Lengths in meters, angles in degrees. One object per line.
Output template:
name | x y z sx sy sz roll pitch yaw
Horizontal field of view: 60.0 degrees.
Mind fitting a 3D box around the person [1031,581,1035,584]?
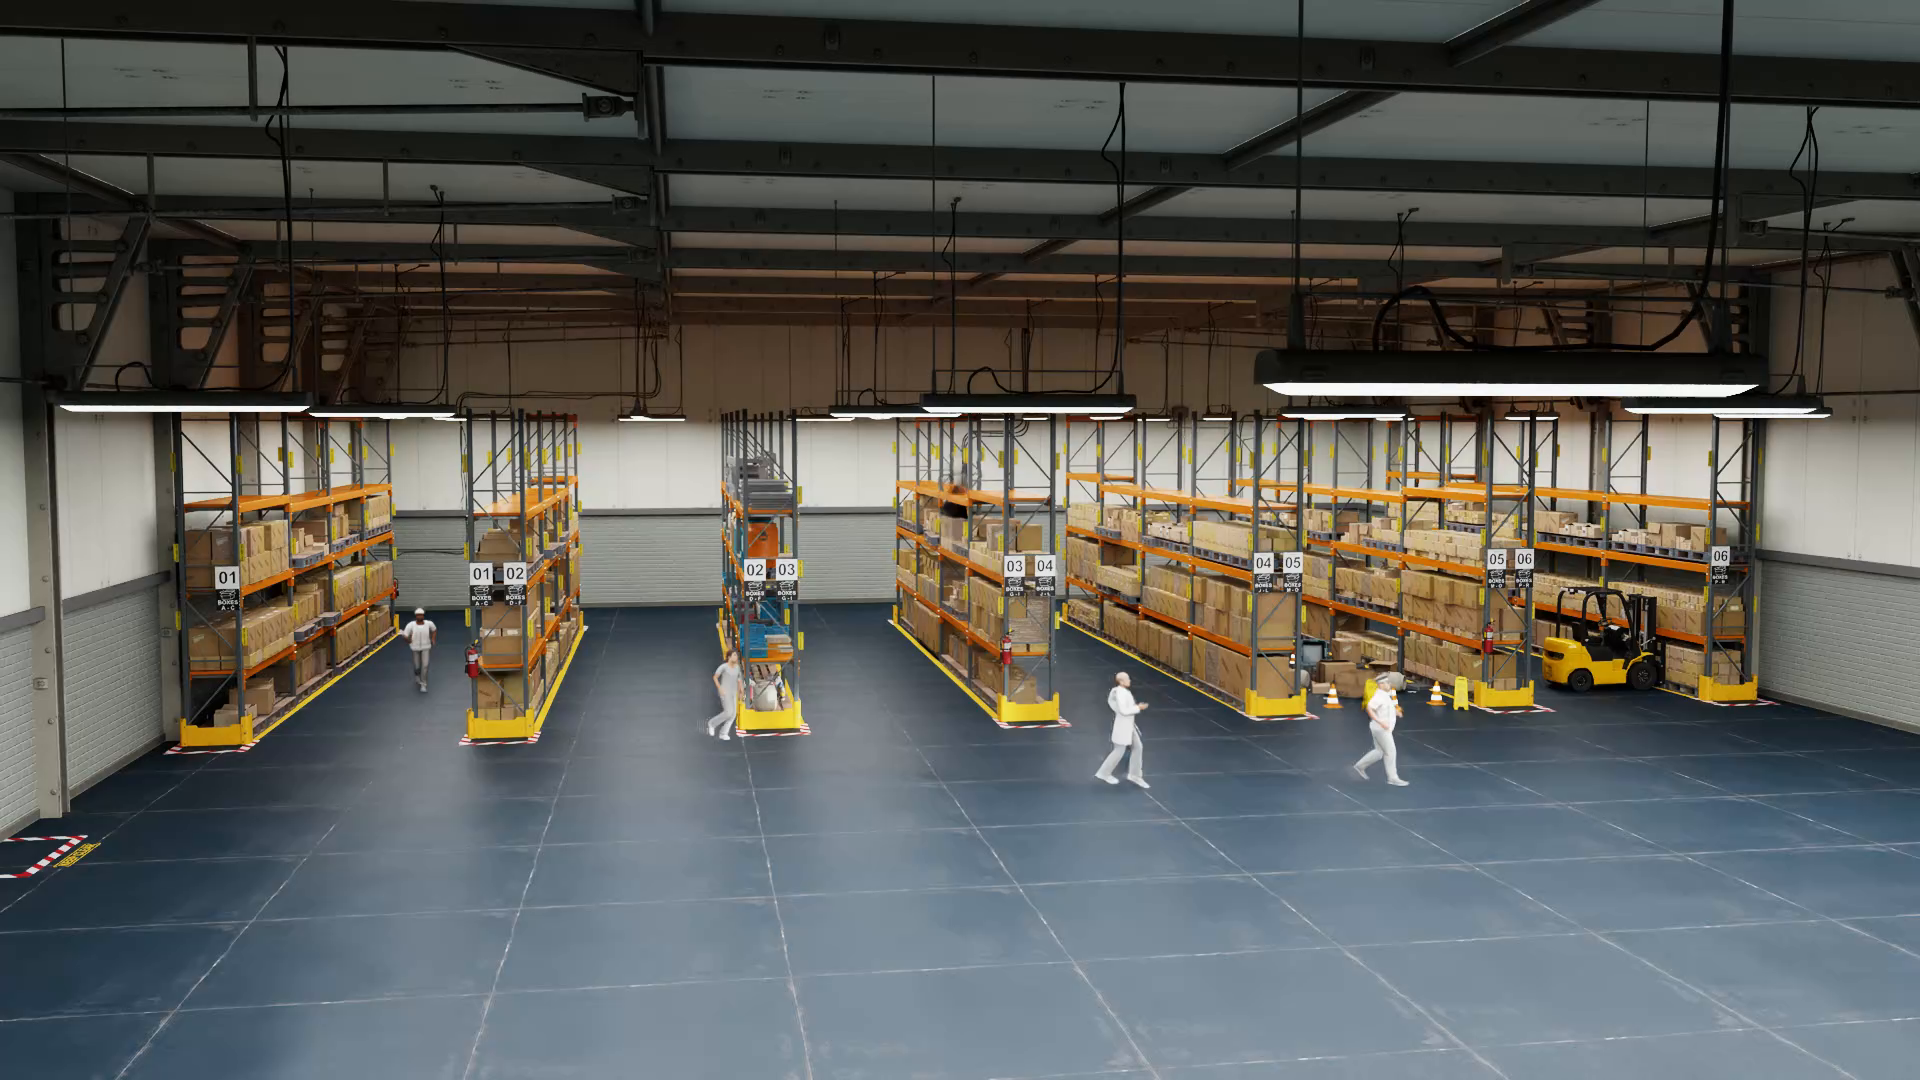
person | 2.035 1.630 47.088 0.603 1.732 0.744 0 4 -5

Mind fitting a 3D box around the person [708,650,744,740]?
person | -4.231 2.805 30.313 0.551 1.603 0.627 3 5 38

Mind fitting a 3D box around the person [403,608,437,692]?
person | -11.582 2.344 35.696 0.700 1.762 0.956 -1 4 -20

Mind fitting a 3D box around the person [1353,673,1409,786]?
person | 6.681 2.984 26.363 0.869 1.767 0.678 1 4 16

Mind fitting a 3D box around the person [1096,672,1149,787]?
person | 2.565 2.994 26.204 0.832 1.831 0.685 1 4 15
